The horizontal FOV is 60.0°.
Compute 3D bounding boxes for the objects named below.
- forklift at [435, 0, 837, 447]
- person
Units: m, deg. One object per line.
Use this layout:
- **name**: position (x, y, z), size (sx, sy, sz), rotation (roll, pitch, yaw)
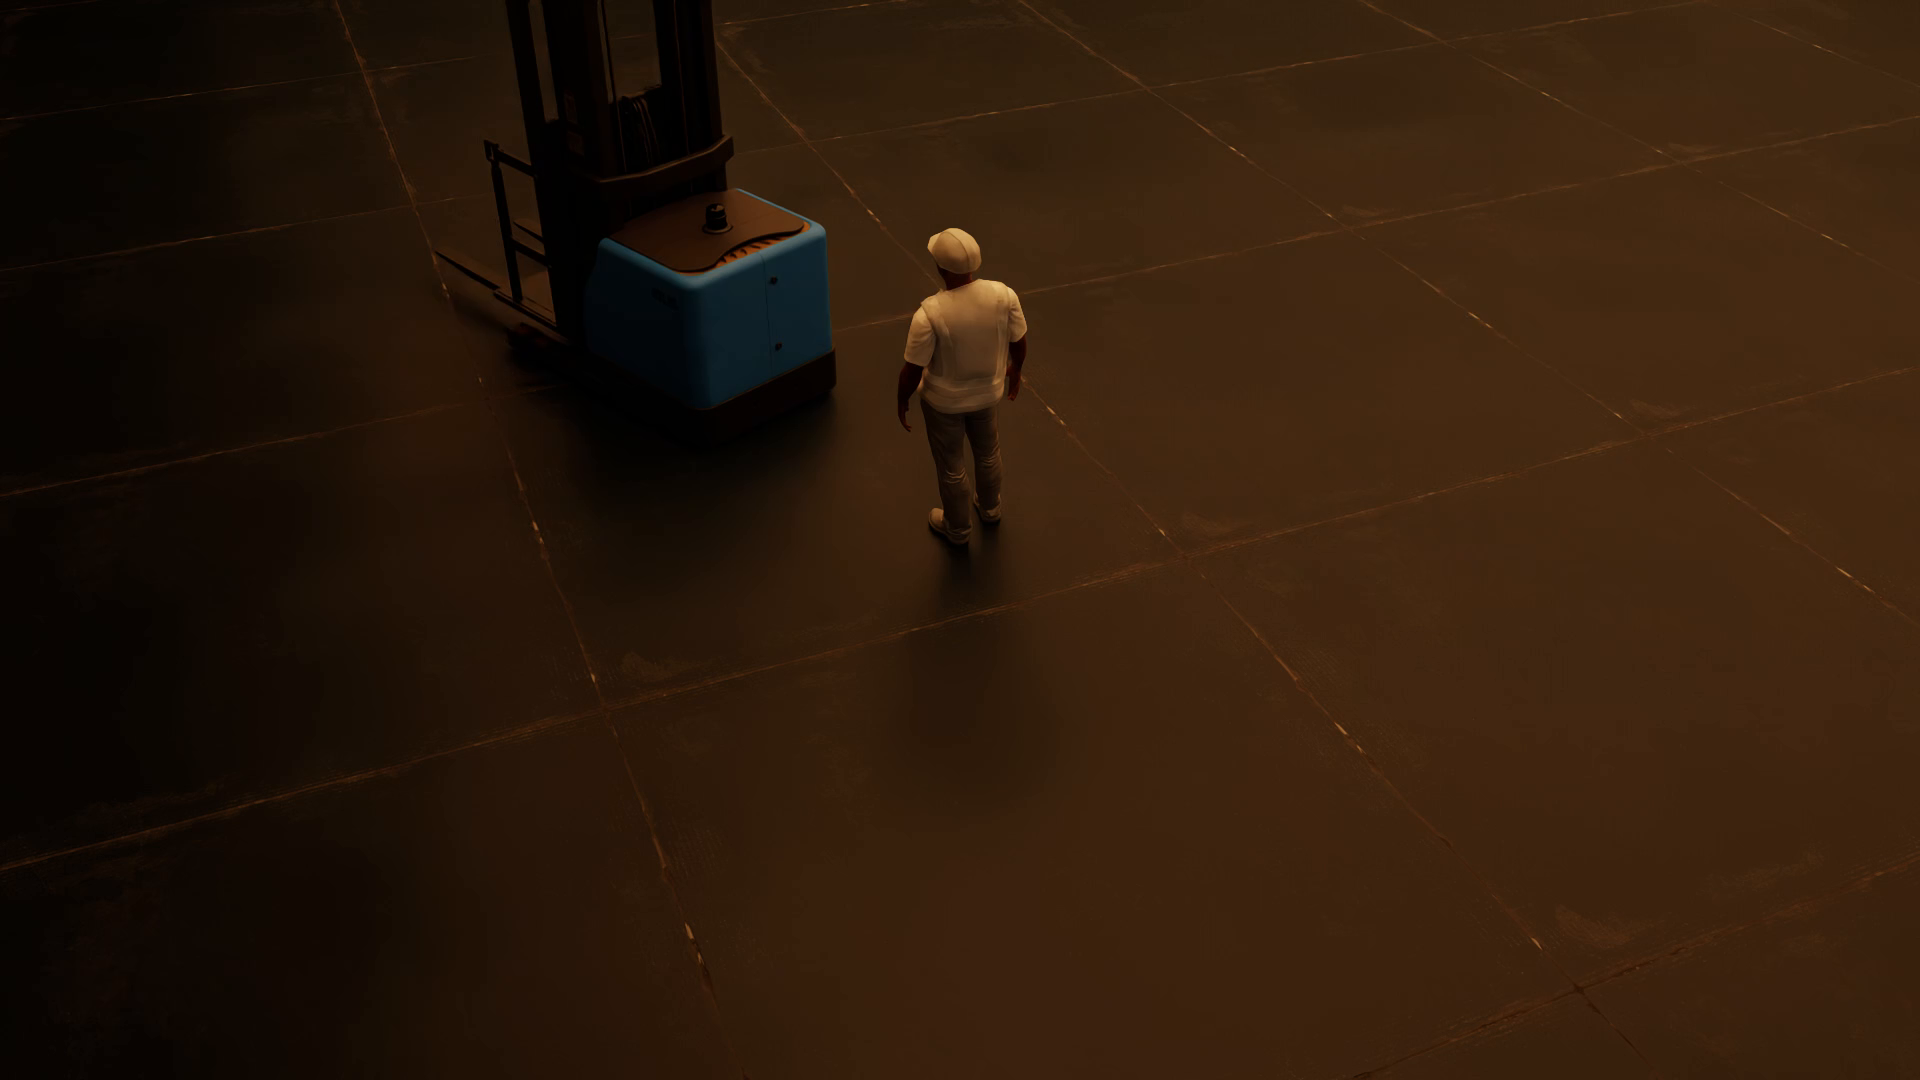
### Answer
- **forklift**: position (-2.137, -2.456, 9.552), size (3.031, 2.935, 1.130), rotation (29, 45, 35)
- **person**: position (-0.021, -0.764, 8.166), size (0.666, 1.765, 0.577), rotation (-14, 38, -19)
